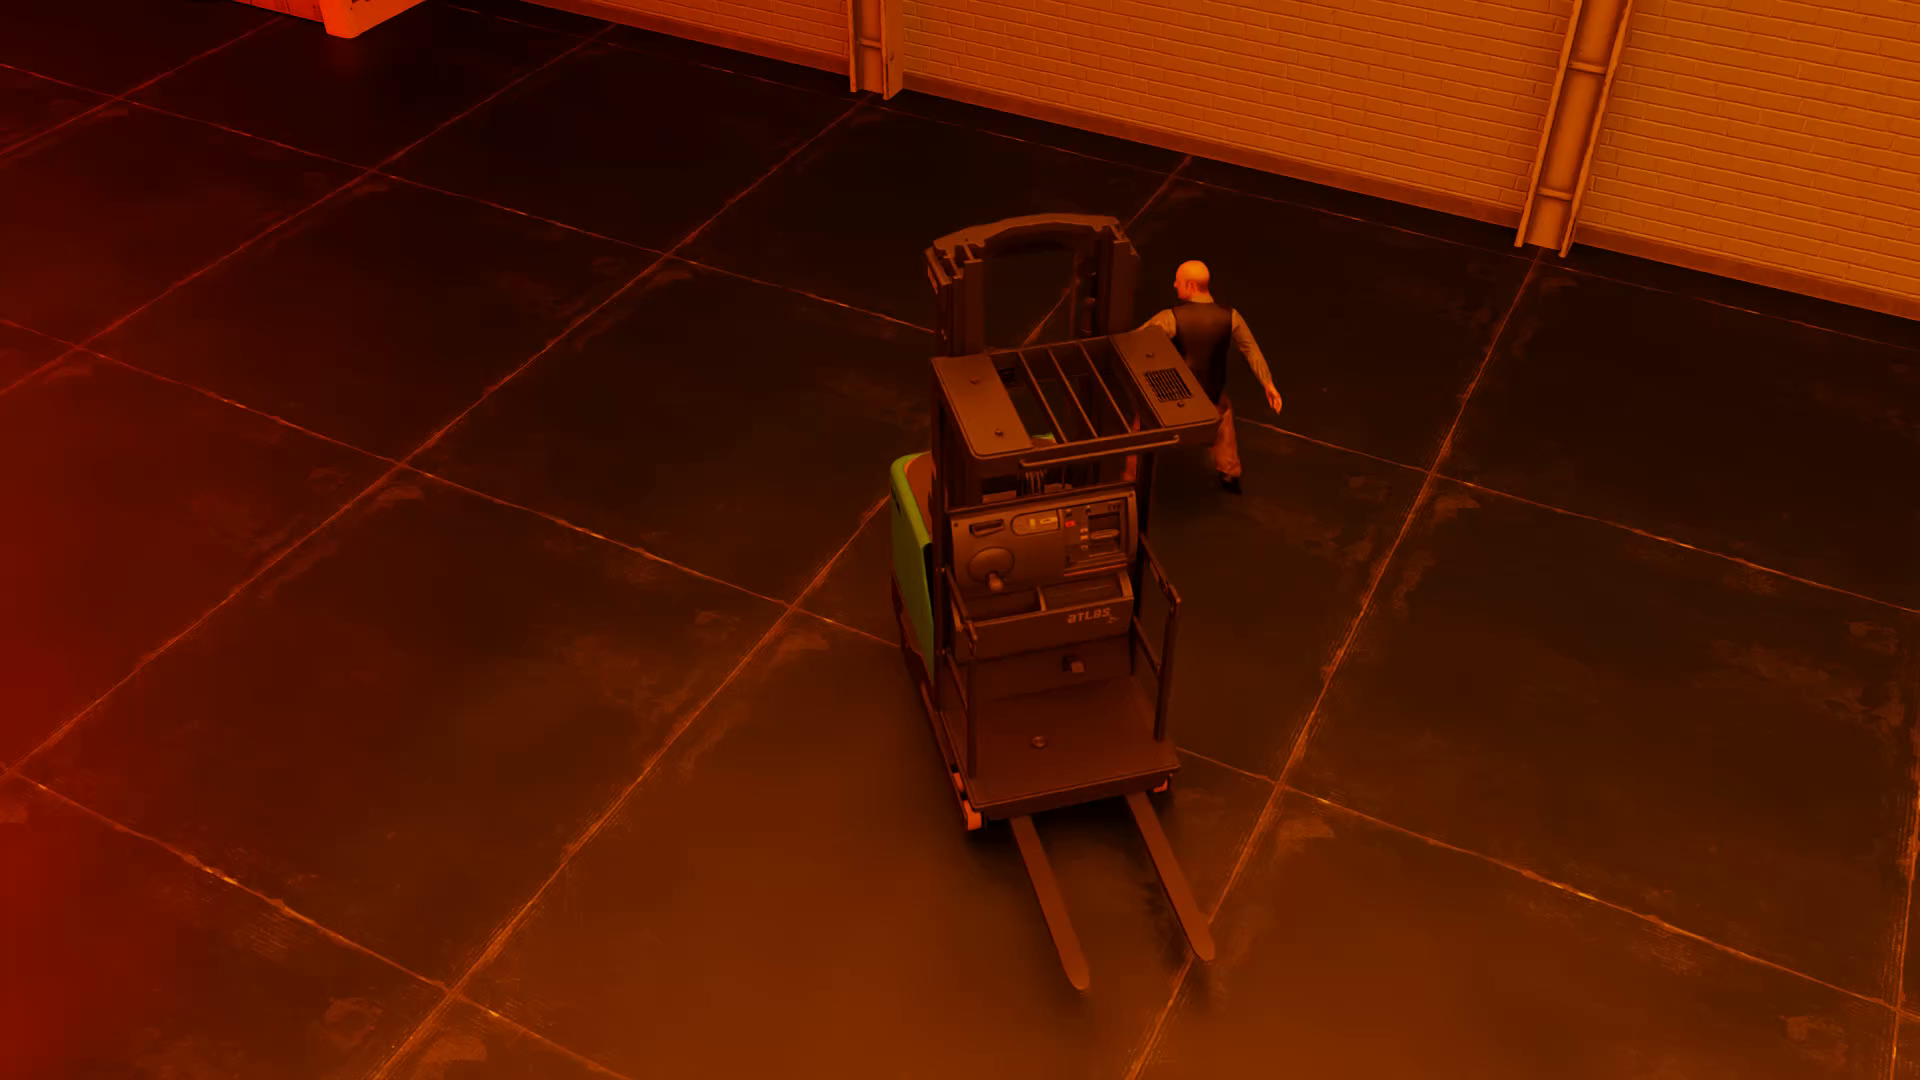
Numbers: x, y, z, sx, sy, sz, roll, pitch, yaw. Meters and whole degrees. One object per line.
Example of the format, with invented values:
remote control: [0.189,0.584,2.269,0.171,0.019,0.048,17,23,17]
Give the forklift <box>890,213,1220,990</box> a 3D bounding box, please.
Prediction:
forklift: [0.468,0.083,7.888,1.130,2.935,3.031,-10,41,-11]

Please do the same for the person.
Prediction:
person: [1.453,-0.928,10.224,0.989,1.638,0.536,1,40,2]
